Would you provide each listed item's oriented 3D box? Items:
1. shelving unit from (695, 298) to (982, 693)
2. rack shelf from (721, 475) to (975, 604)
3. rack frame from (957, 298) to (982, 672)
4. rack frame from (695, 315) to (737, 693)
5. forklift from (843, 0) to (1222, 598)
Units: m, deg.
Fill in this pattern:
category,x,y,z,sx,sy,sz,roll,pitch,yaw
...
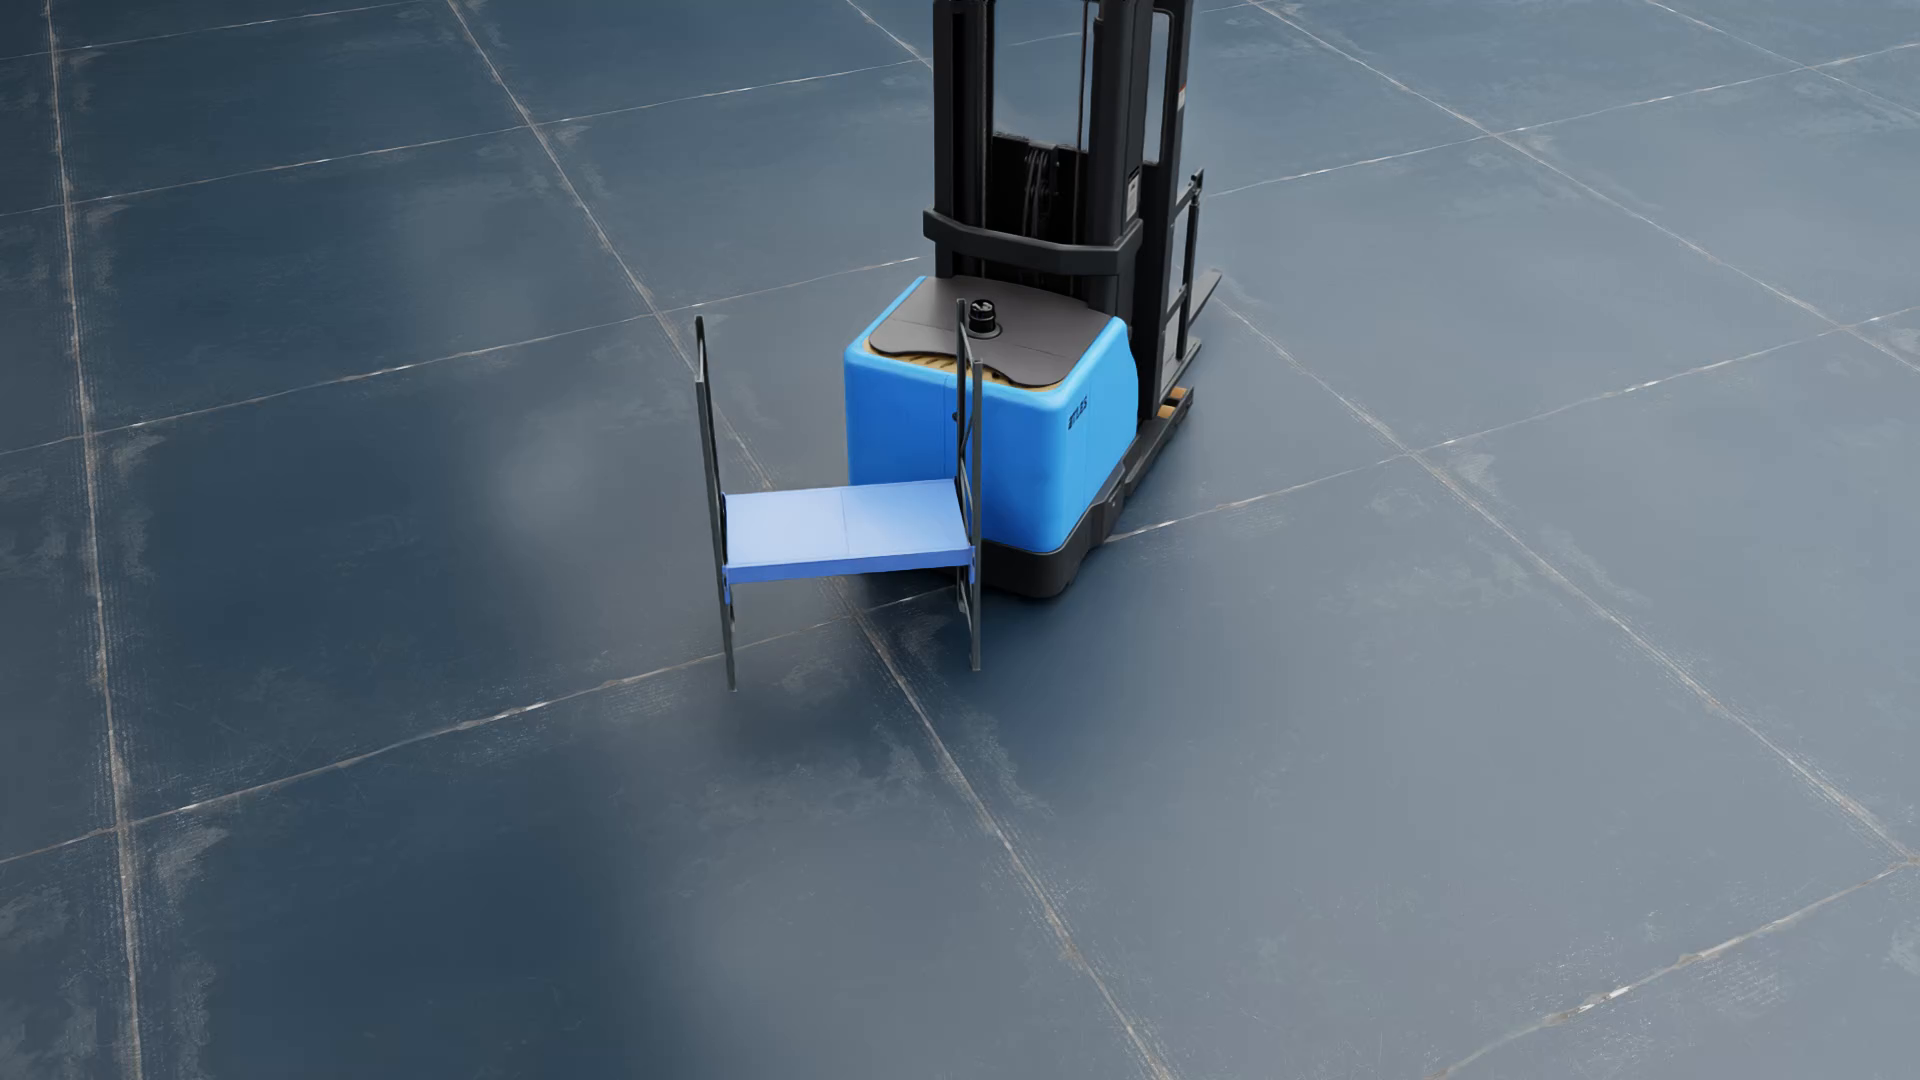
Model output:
category,x,y,z,sx,sy,sz,roll,pitch,yaw
shelving unit,-0.469,-0.155,6.701,1.048,1.500,0.538,-4,37,-6
rack shelf,-0.469,-0.011,6.808,1.000,0.185,0.538,-4,37,-6
rack frame,0.035,-0.195,6.754,0.032,1.500,0.500,-4,37,-6
rack frame,-0.973,-0.116,6.647,0.032,1.500,0.500,-4,37,-6
forklift,0.556,-1.793,7.707,1.130,2.935,3.031,15,39,19
